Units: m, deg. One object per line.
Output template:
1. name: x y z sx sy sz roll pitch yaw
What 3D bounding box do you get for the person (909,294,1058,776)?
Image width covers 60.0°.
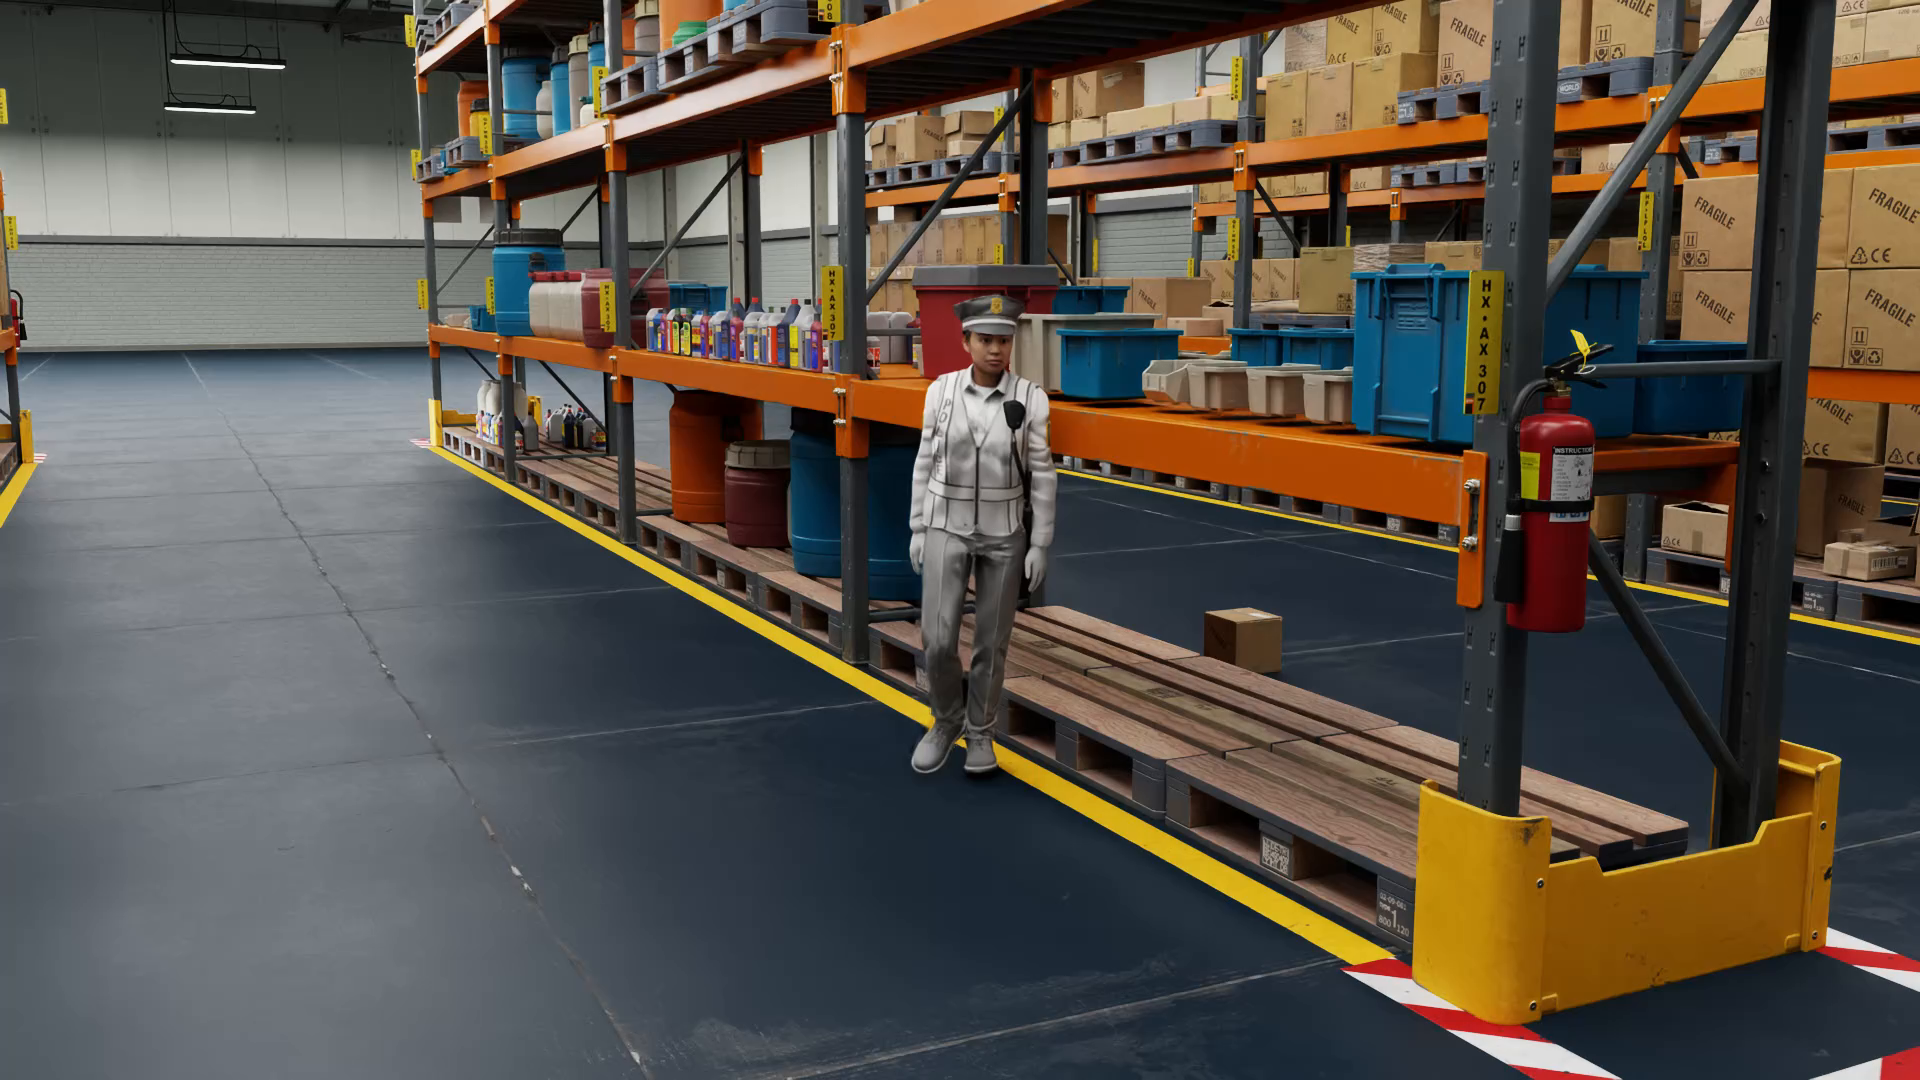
1. person: 0.078 -0.005 5.708 0.509 1.662 0.483 0 9 -1
